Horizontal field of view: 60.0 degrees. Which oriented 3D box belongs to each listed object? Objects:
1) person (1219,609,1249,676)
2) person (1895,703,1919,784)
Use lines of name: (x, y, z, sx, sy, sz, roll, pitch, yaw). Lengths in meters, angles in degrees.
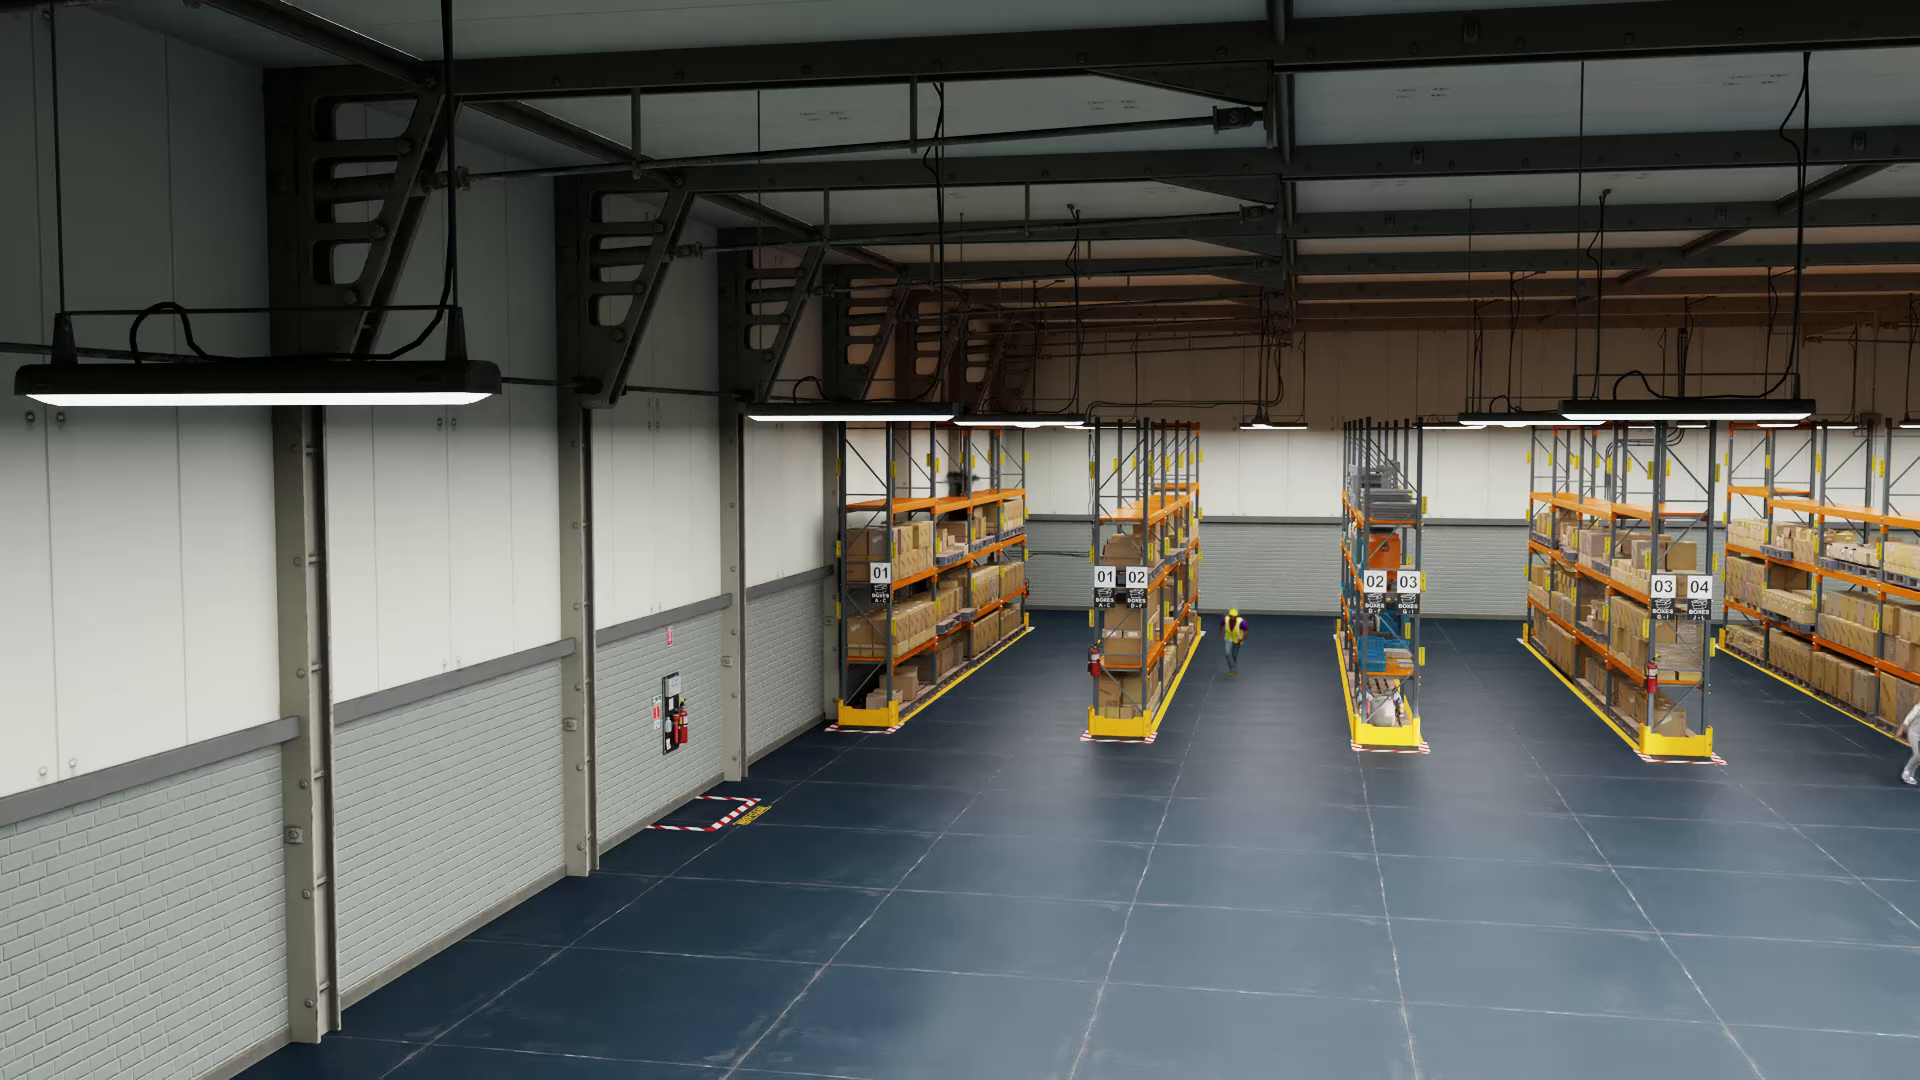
person: (6.466, 2.377, 39.248, 0.702, 1.607, 1.131, 1, 4, 12)
person: (15.591, 3.208, 26.958, 0.541, 1.562, 0.612, -1, 4, -14)
